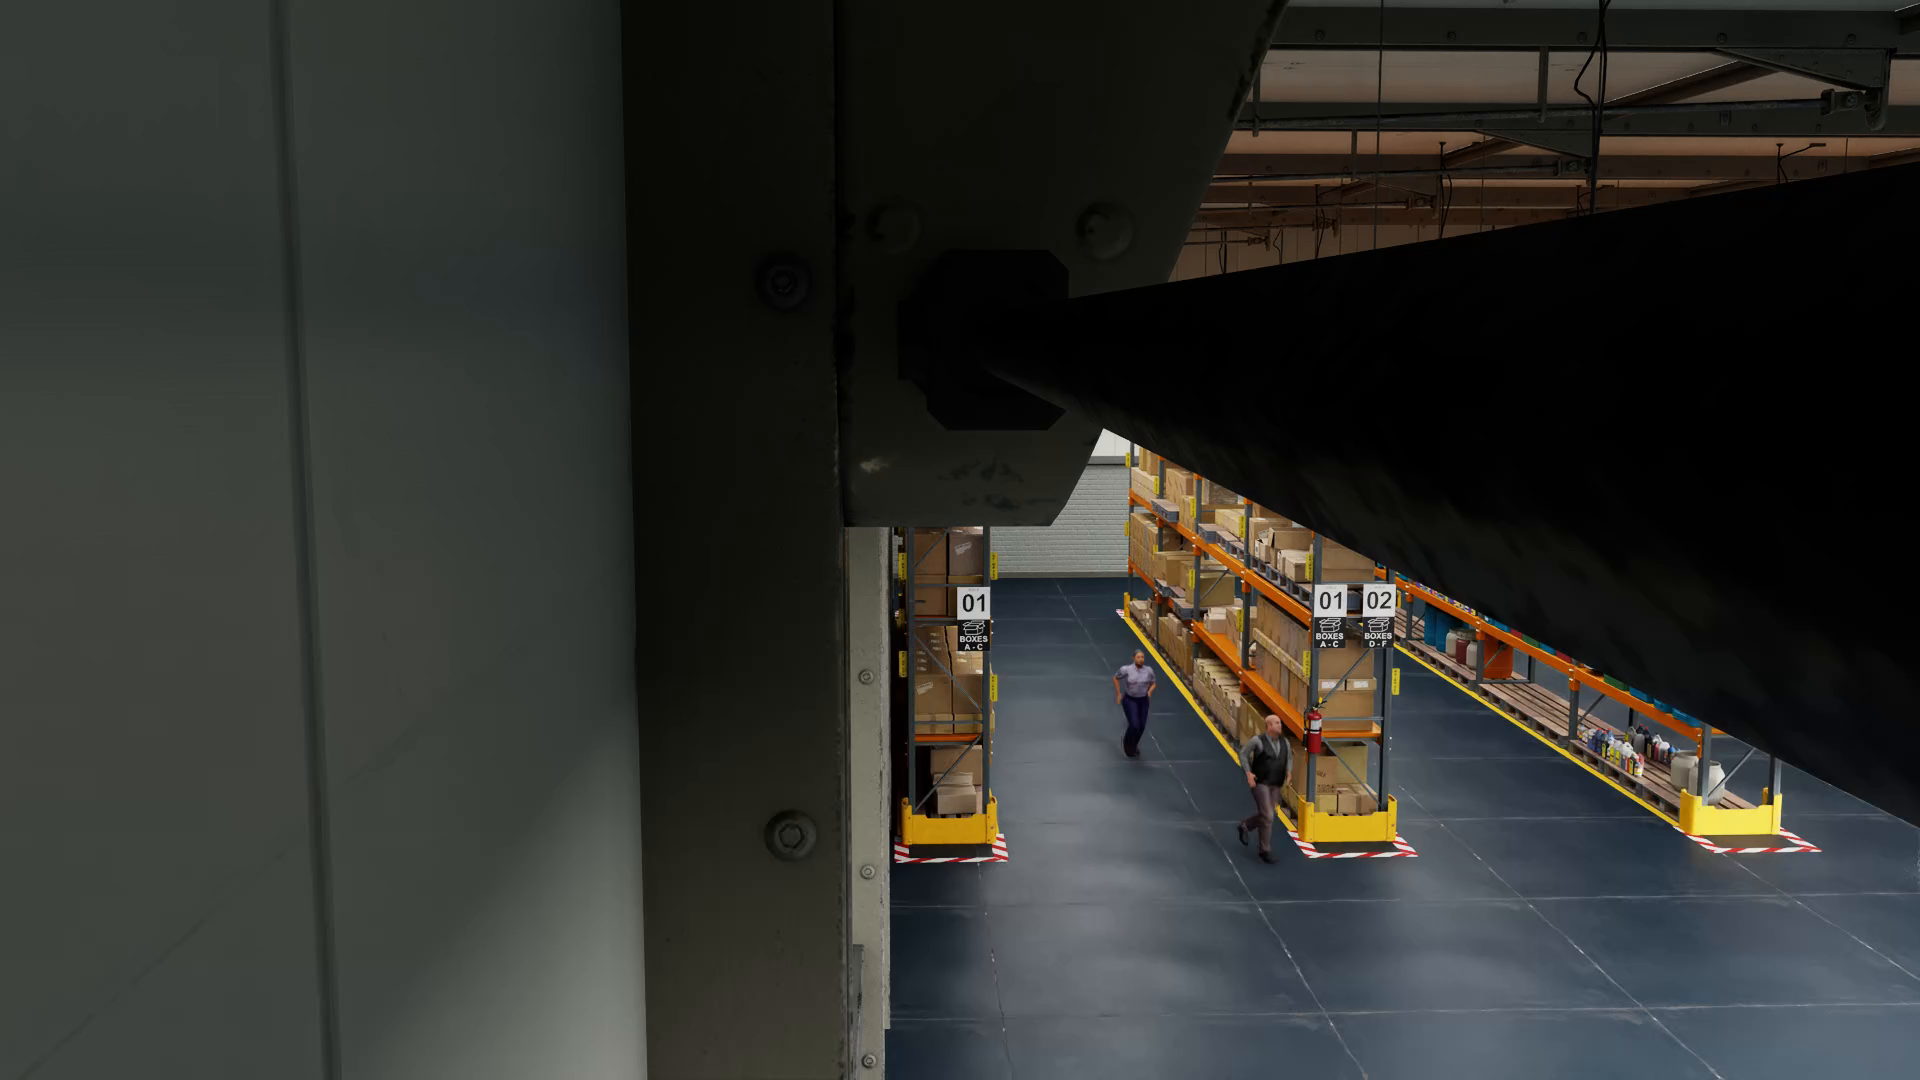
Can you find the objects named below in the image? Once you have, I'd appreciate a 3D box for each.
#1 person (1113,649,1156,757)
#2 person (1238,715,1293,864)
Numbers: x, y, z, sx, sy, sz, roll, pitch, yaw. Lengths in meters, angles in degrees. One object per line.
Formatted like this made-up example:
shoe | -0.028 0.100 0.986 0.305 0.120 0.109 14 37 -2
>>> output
person | 2.597 2.446 24.430 0.572 1.522 0.712 -2 8 -14
person | 3.695 2.946 20.005 0.681 1.711 0.793 -4 8 -29
